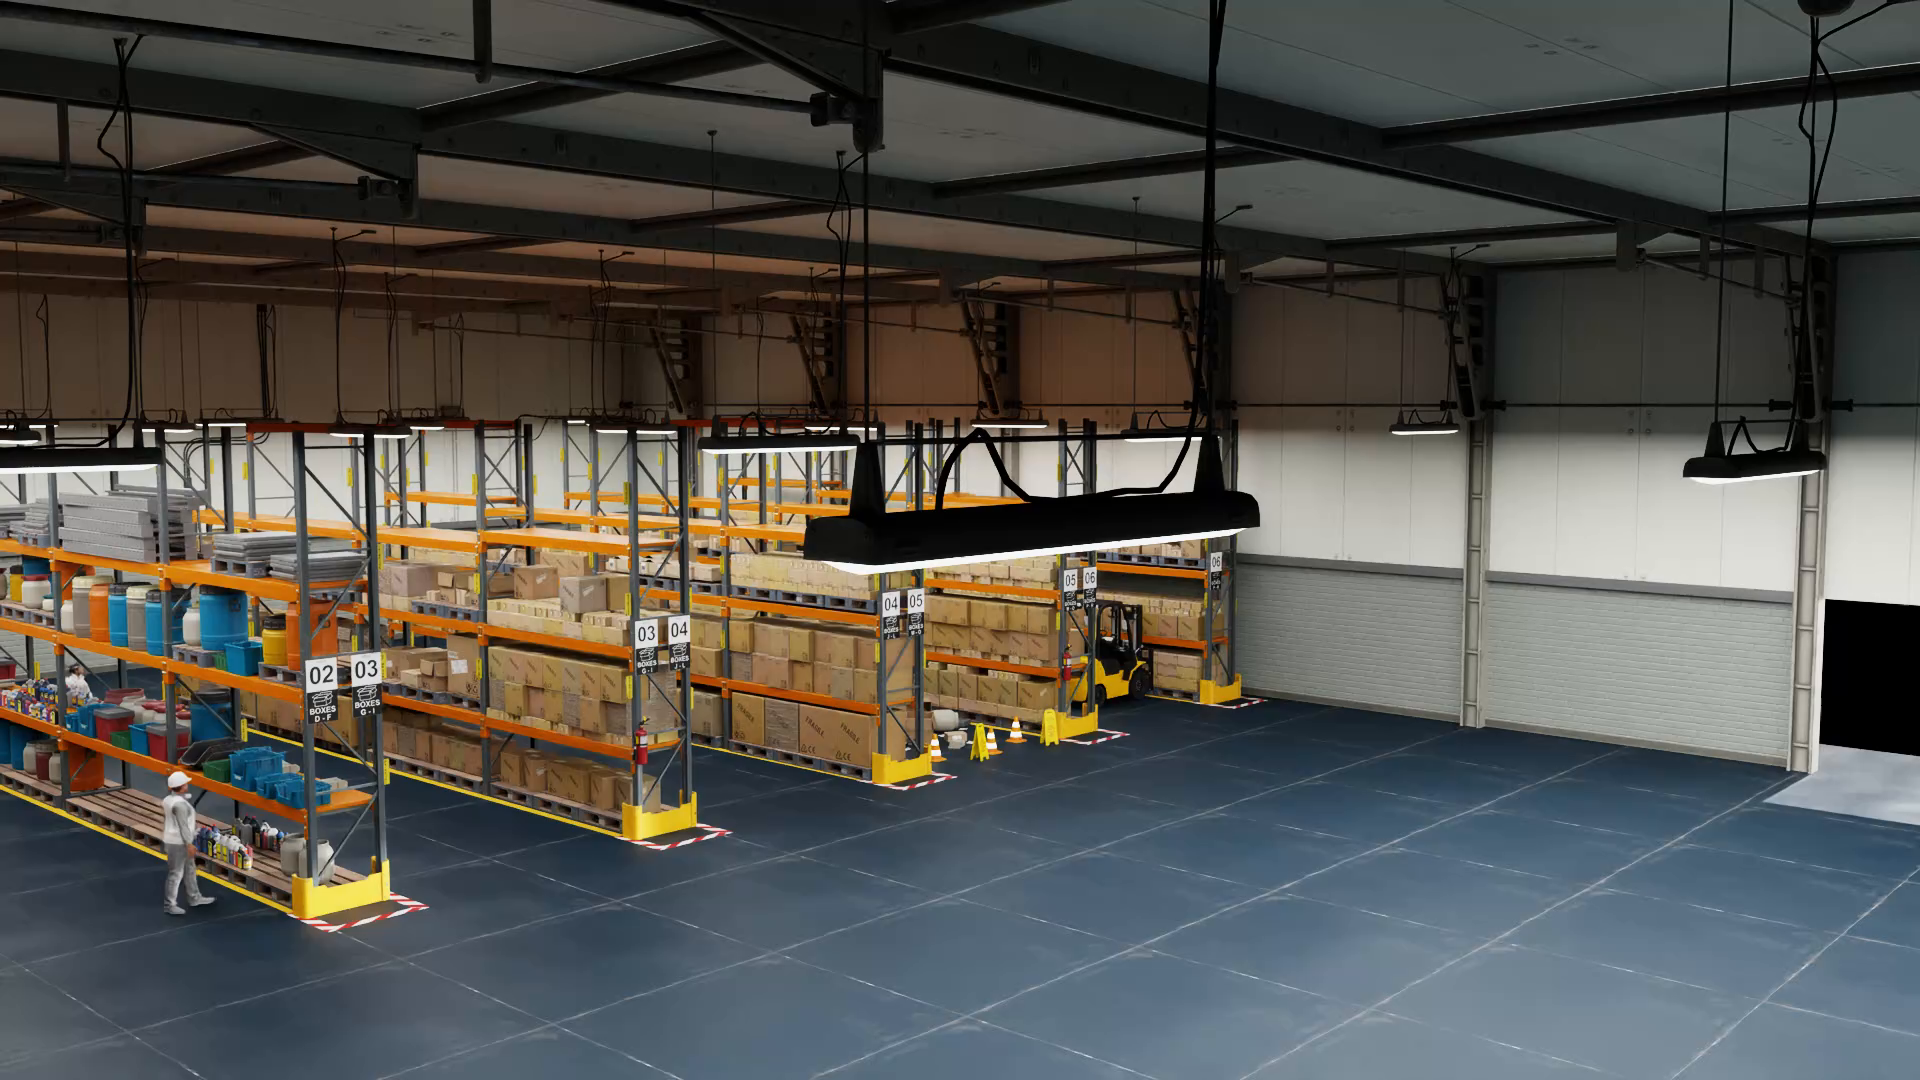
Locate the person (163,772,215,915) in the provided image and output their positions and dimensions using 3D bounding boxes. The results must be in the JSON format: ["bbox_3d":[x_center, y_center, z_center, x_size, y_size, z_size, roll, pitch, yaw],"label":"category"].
[{"bbox_3d":[-9.656,3.757,20.749,0.578,1.767,0.570,-2,5,-21],"label":"person"}]

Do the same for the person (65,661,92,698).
[{"bbox_3d":[-16.129,3.014,30.476,0.983,1.634,0.608,4,6,39],"label":"person"}]
